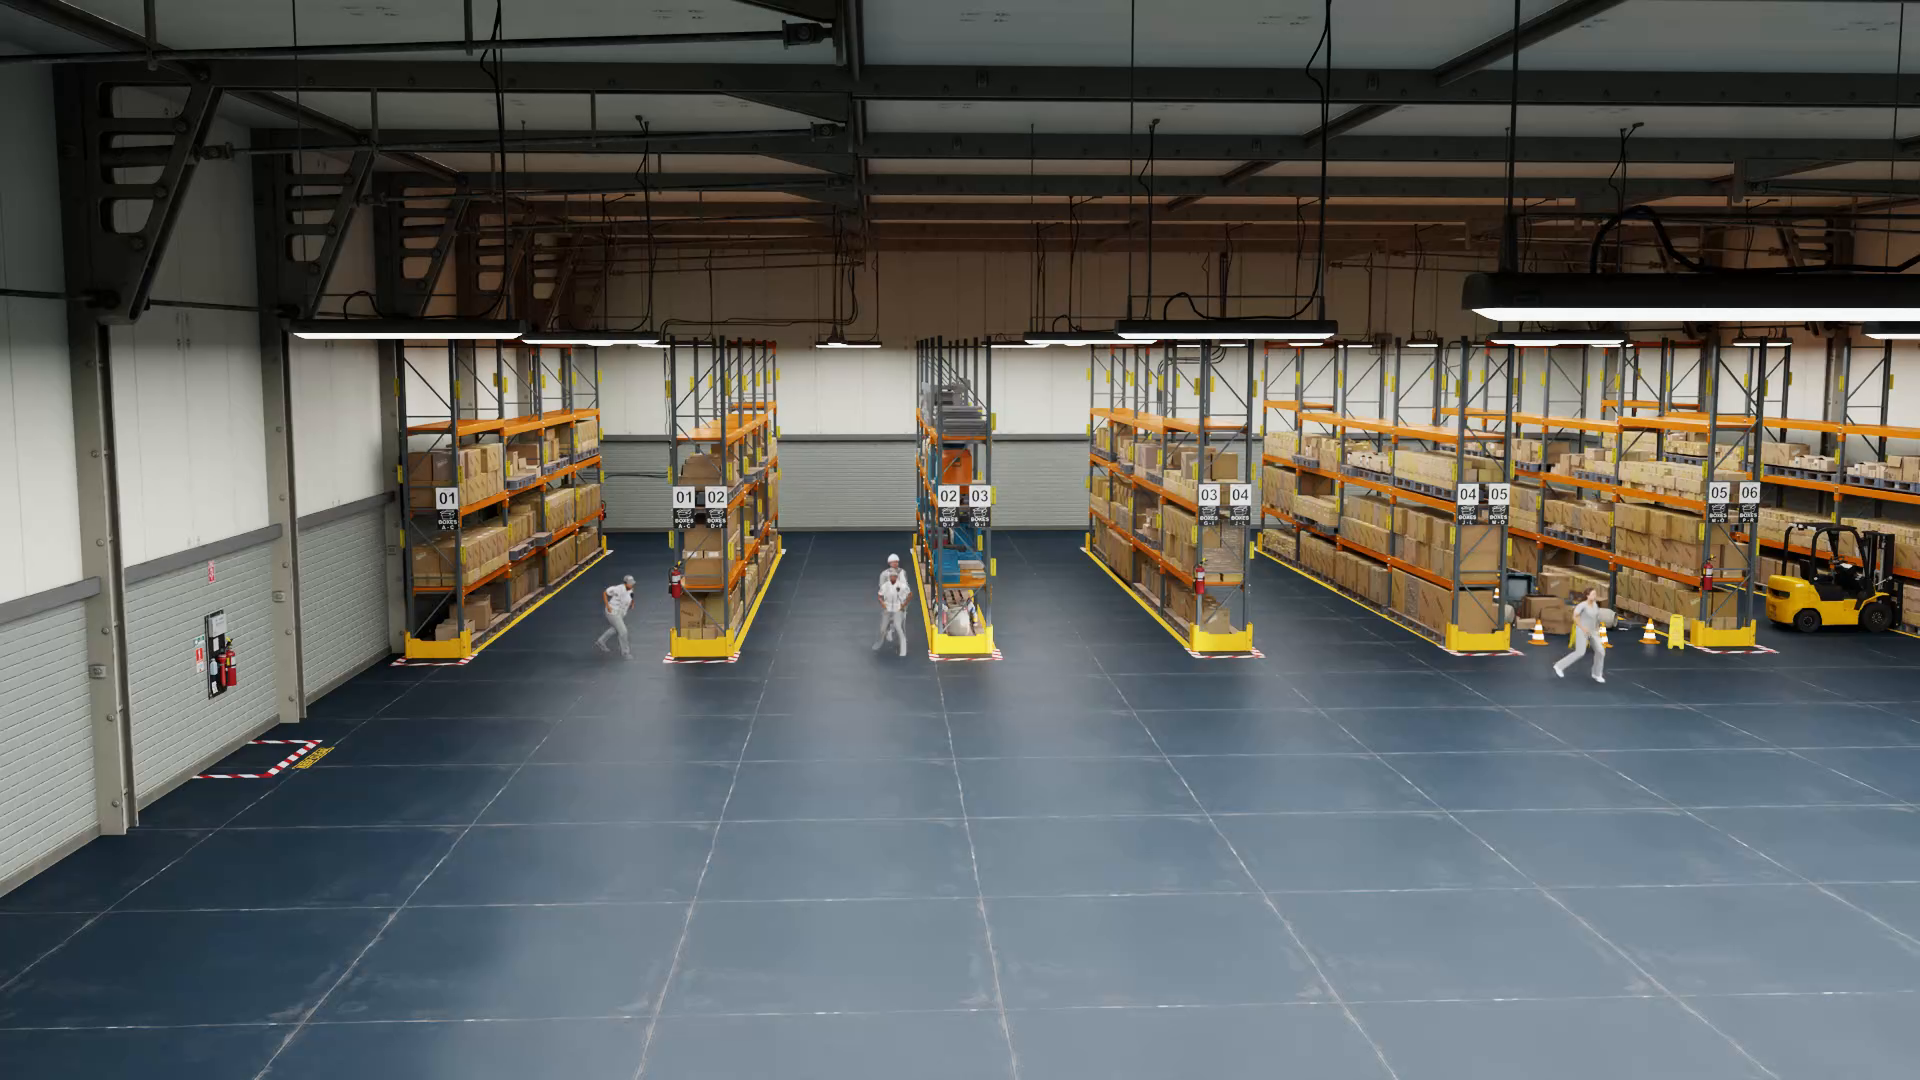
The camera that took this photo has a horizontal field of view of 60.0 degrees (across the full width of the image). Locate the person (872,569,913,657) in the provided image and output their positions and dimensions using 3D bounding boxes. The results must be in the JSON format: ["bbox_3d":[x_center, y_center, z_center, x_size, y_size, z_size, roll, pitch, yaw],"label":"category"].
[{"bbox_3d":[-1.302,1.352,31.468,0.804,1.675,0.681,1,7,7],"label":"person"}]

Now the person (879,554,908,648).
[{"bbox_3d":[-1.284,1.173,32.268,0.641,1.812,0.913,-2,7,-16],"label":"person"}]

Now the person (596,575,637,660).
[{"bbox_3d":[-6.444,1.445,31.088,1.026,1.622,0.648,4,8,32],"label":"person"}]

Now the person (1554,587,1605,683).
[{"bbox_3d":[10.850,1.648,28.939,0.797,1.665,0.718,-4,8,-33],"label":"person"}]
